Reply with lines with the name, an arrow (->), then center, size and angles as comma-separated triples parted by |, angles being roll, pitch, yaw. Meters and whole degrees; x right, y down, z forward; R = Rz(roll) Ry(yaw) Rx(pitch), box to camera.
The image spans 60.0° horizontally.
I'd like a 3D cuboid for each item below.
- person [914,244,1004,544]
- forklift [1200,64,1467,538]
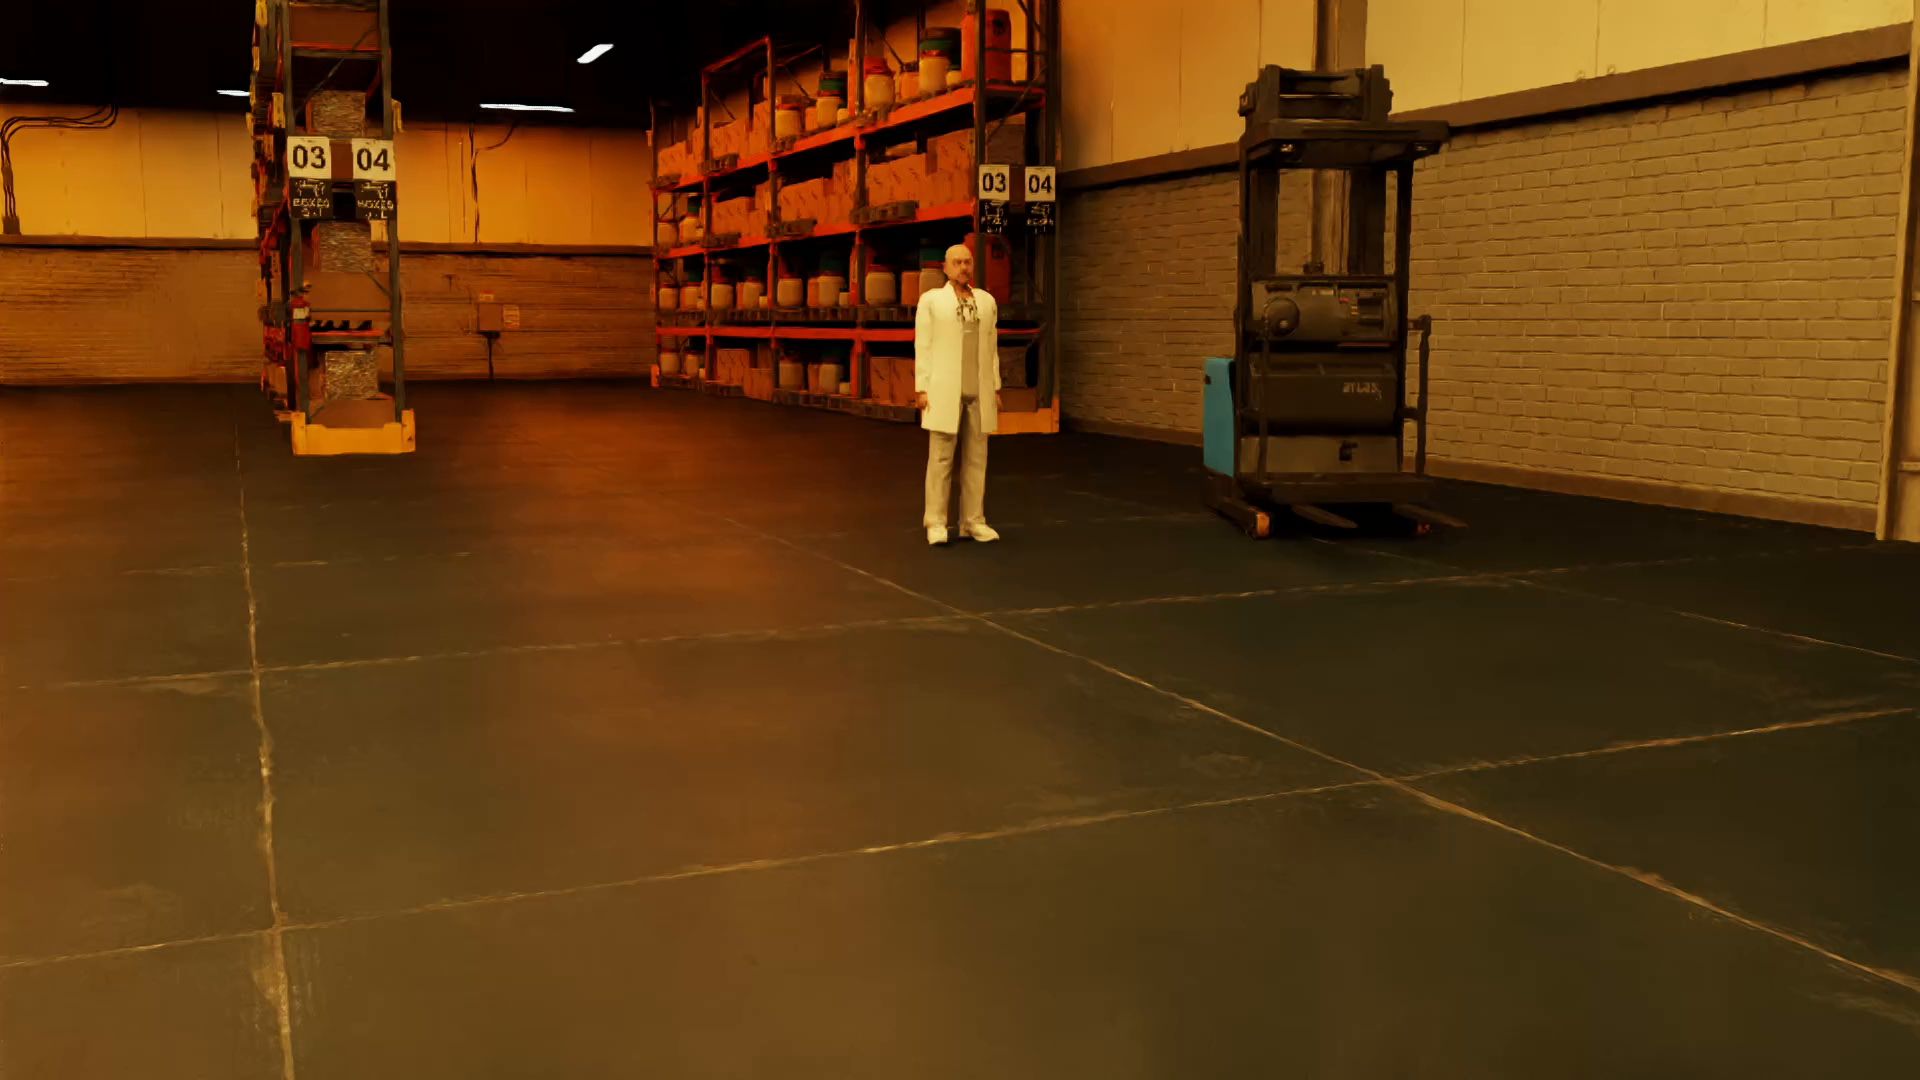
person -> 0.012, -0.881, 10.014 | 0.558, 1.783, 0.377 | -3, 8, -23
forklift -> 2.329, -1.505, 10.359 | 1.130, 2.935, 3.031 | 0, 8, -4
